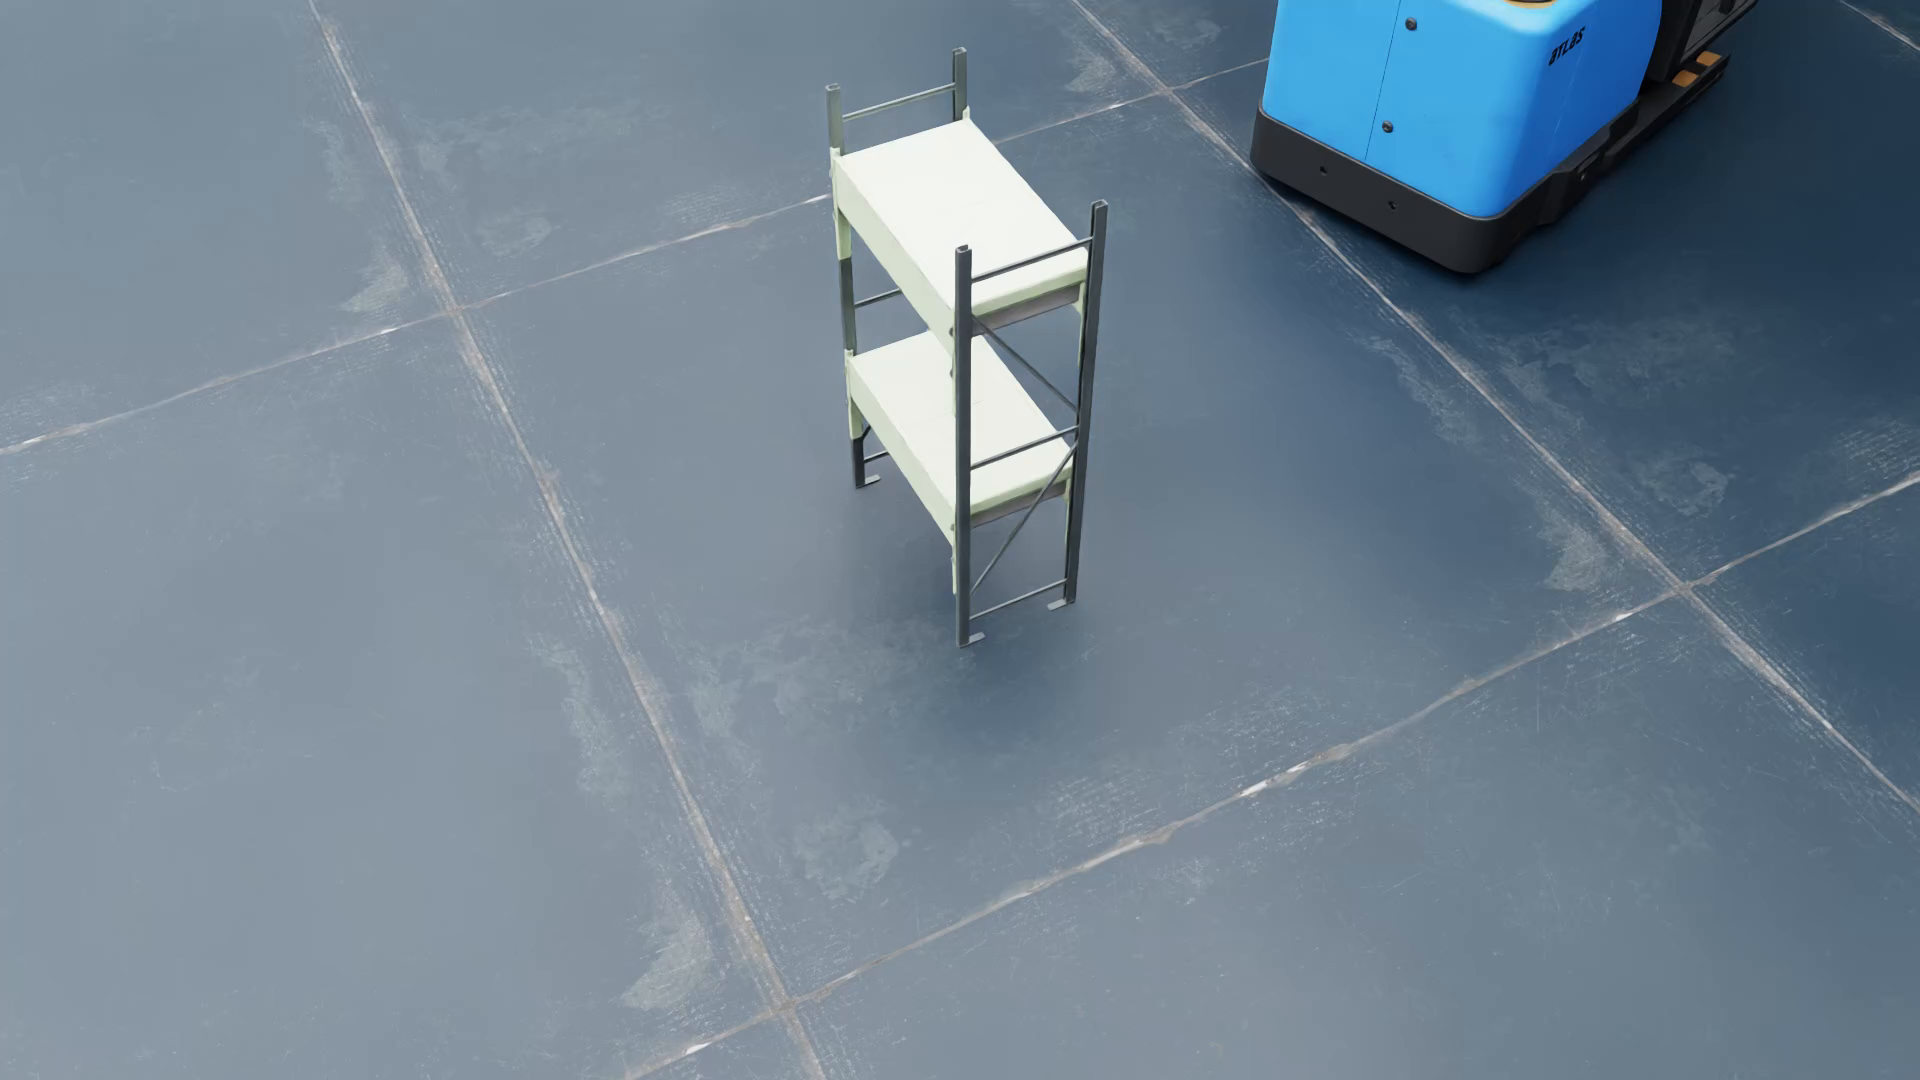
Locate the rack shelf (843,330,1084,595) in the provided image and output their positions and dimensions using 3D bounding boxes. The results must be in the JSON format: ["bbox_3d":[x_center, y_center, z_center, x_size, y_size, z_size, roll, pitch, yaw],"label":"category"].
[{"bbox_3d":[0.003,-0.275,4.927,0.431,0.370,0.720,-21,52,-18],"label":"rack shelf"}]

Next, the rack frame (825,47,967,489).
[{"bbox_3d":[-0.164,-0.734,4.896,0.400,1.500,0.023,-21,52,-18],"label":"rack frame"}]

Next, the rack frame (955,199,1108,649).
[{"bbox_3d":[0.171,-0.244,4.467,0.400,1.500,0.023,-21,52,-18],"label":"rack frame"}]

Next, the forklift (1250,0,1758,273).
[{"bbox_3d":[2.504,-2.944,5.878,1.130,2.935,3.031,36,58,27],"label":"forklift"}]

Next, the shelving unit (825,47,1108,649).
[{"bbox_3d":[0.003,-0.489,4.682,0.431,1.500,0.755,-21,52,-18],"label":"shelving unit"}]

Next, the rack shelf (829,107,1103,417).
[{"bbox_3d":[0.003,-0.746,4.388,0.431,0.370,0.720,-21,52,-18],"label":"rack shelf"}]
